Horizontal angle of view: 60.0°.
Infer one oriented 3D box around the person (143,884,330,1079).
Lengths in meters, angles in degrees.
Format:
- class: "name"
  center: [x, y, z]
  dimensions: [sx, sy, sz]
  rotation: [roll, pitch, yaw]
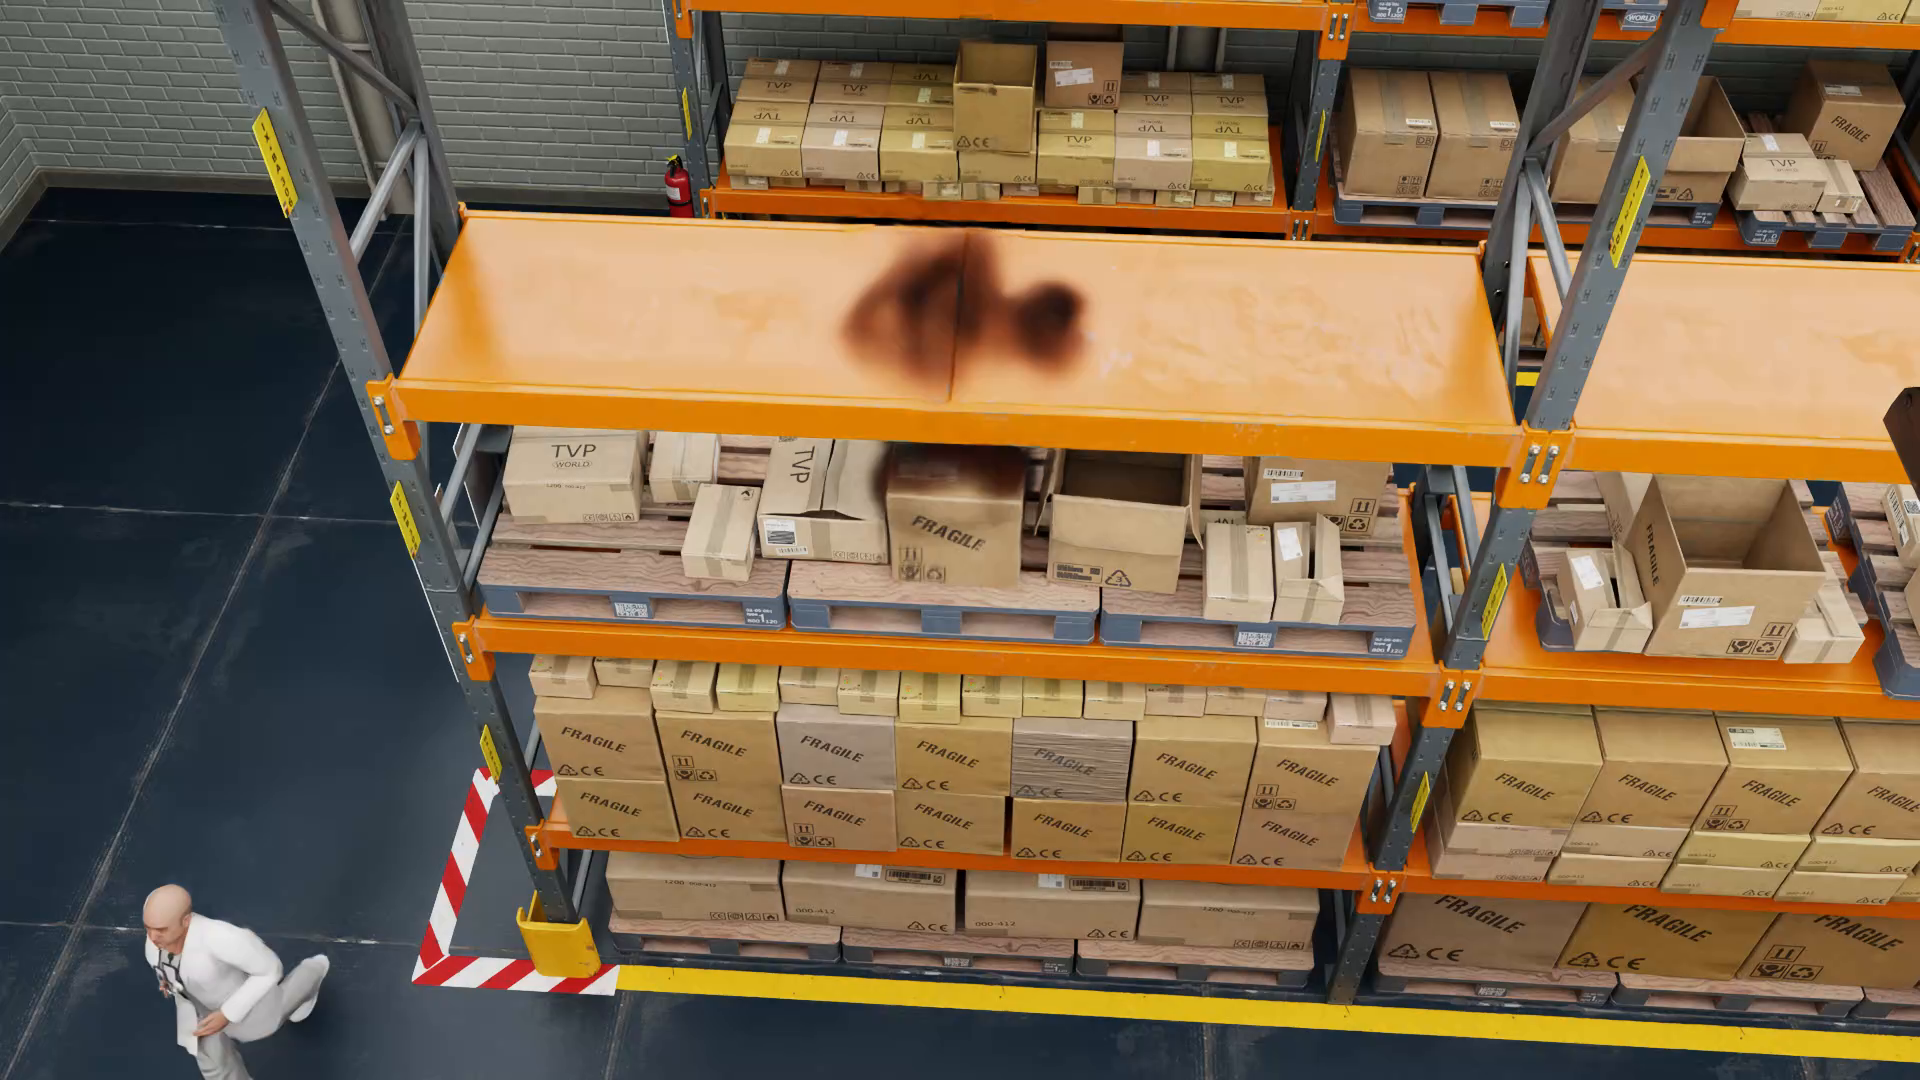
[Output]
- class: "person"
  center: [-3.341, 2.067, 7.641]
  dimensions: [0.705, 1.760, 1.025]
  rotation: [11, 49, 10]
